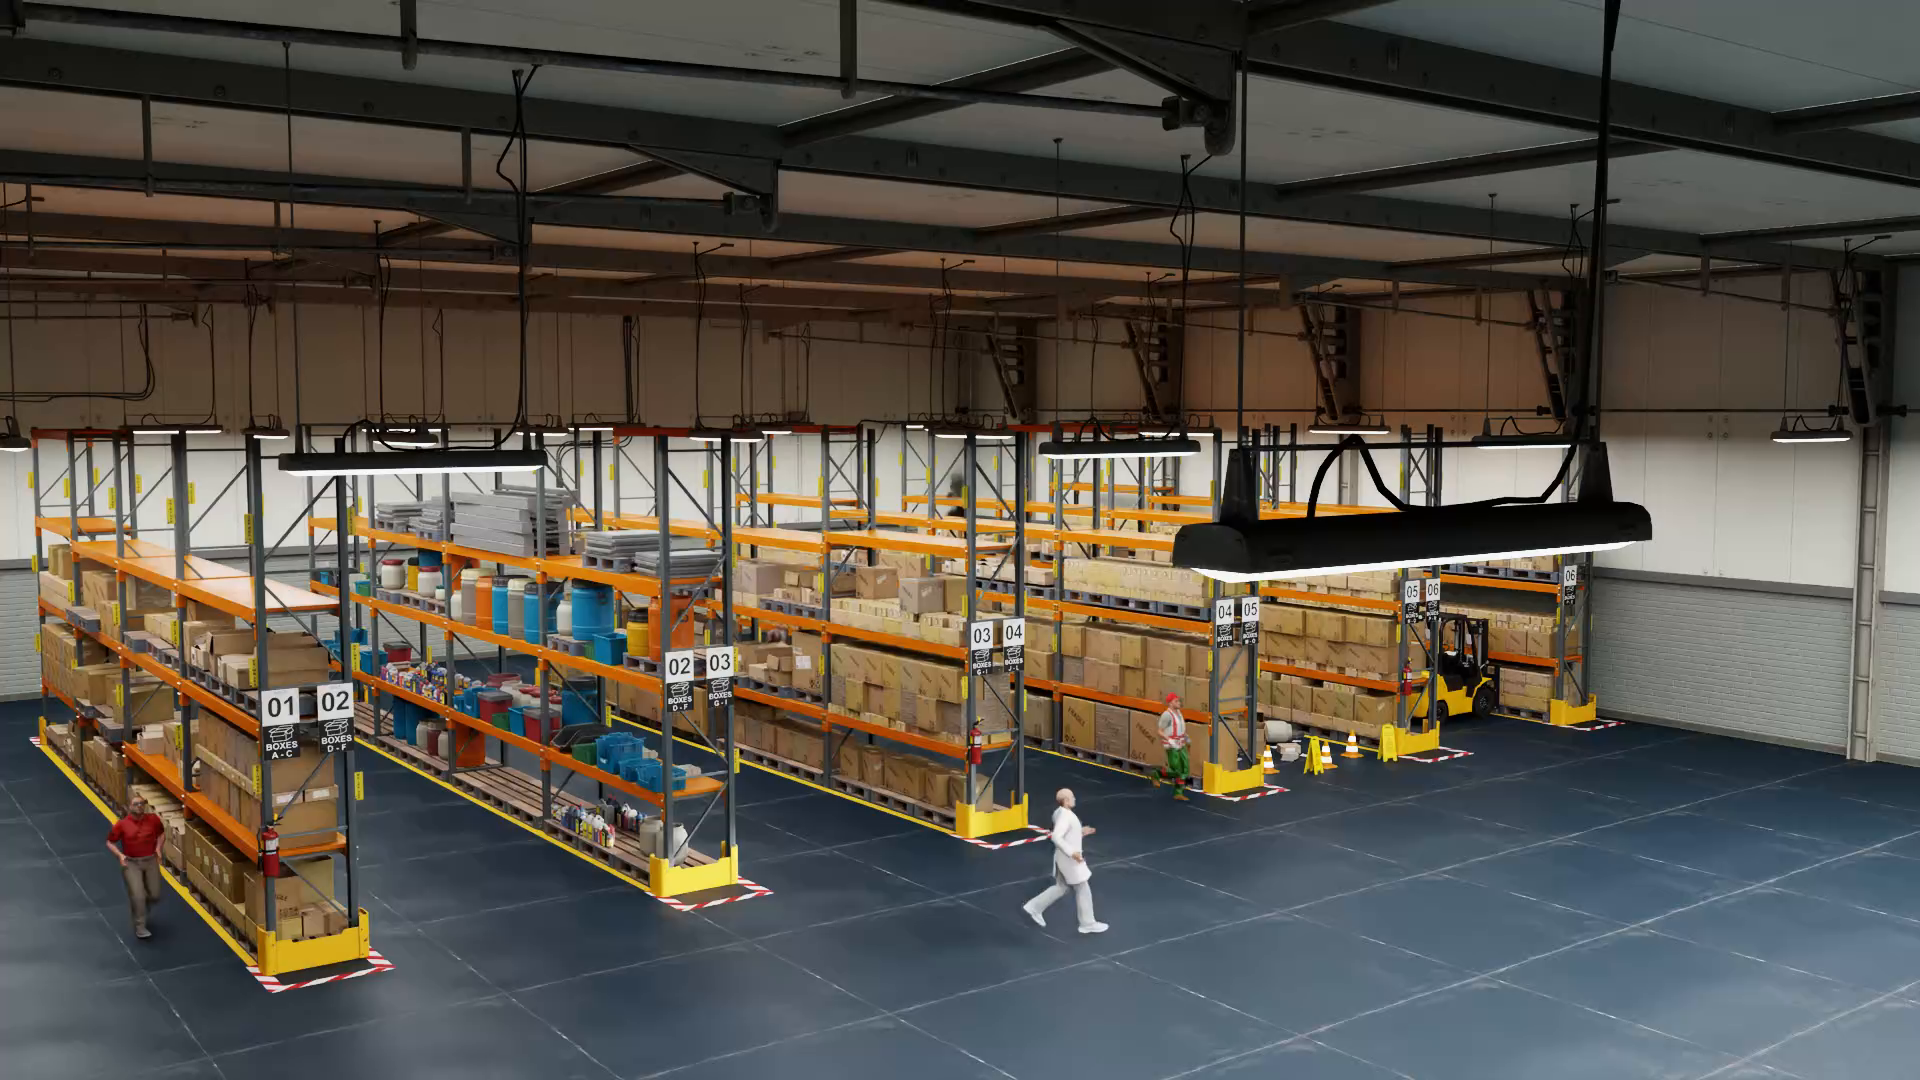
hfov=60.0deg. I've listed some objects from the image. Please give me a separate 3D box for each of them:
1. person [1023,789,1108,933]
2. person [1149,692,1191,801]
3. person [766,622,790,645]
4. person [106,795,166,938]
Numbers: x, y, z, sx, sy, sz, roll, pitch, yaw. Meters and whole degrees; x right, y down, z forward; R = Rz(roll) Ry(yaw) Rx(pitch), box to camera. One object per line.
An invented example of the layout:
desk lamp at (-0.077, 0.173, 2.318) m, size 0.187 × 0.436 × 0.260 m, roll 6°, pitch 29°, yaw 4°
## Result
person at (1.281, 3.860, 20.024) m, size 1.035 × 1.754 × 0.713 m, roll -1°, pitch 5°, yaw -11°
person at (3.442, 3.342, 27.010) m, size 0.718 × 1.750 × 0.655 m, roll 4°, pitch 6°, yaw 39°
person at (-3.956, 2.574, 36.231) m, size 0.714 × 1.798 × 1.007 m, roll -3°, pitch 5°, yaw -34°
person at (-9.924, 3.913, 20.088) m, size 0.664 × 1.675 × 0.654 m, roll -4°, pitch 6°, yaw -40°
